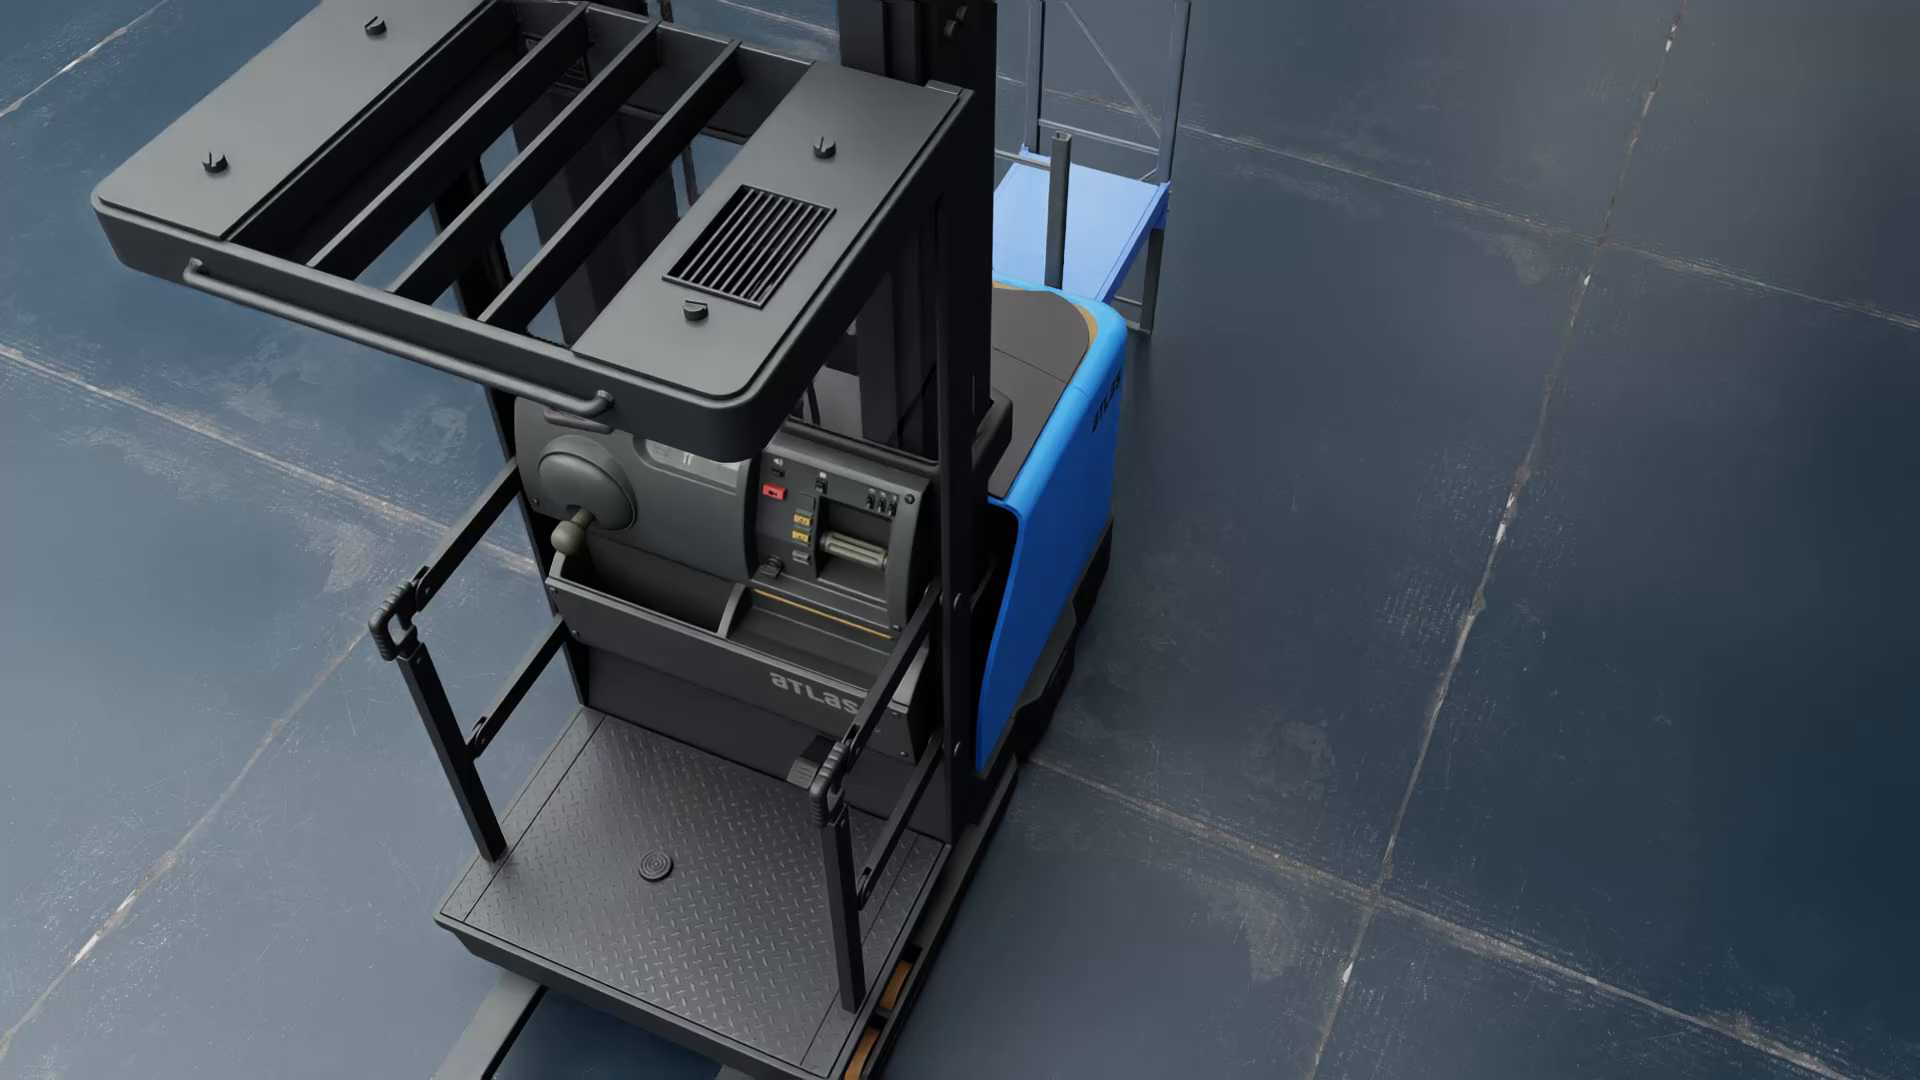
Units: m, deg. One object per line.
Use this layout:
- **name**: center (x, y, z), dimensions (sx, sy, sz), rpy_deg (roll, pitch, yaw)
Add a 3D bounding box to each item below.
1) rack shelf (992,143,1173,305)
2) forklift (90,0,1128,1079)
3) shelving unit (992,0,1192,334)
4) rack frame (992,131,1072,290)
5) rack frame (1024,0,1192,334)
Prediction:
- **rack shelf**: center (0.246, -0.826, 5.205), dimensions (0.538, 0.185, 1.000), rpy_deg (18, 52, 15)
- **forklift**: center (-0.595, 0.020, 3.308), dimensions (1.130, 2.935, 3.031), rpy_deg (18, 52, 15)
- **shelving unit**: center (0.246, -0.943, 5.068), dimensions (0.538, 1.500, 1.048), rpy_deg (18, 52, 15)
- **rack frame**: center (0.043, -0.588, 4.765), dimensions (0.500, 1.500, 0.032), rpy_deg (18, 52, 15)
- **rack frame**: center (0.448, -1.298, 5.370), dimensions (0.500, 1.500, 0.032), rpy_deg (18, 52, 15)
